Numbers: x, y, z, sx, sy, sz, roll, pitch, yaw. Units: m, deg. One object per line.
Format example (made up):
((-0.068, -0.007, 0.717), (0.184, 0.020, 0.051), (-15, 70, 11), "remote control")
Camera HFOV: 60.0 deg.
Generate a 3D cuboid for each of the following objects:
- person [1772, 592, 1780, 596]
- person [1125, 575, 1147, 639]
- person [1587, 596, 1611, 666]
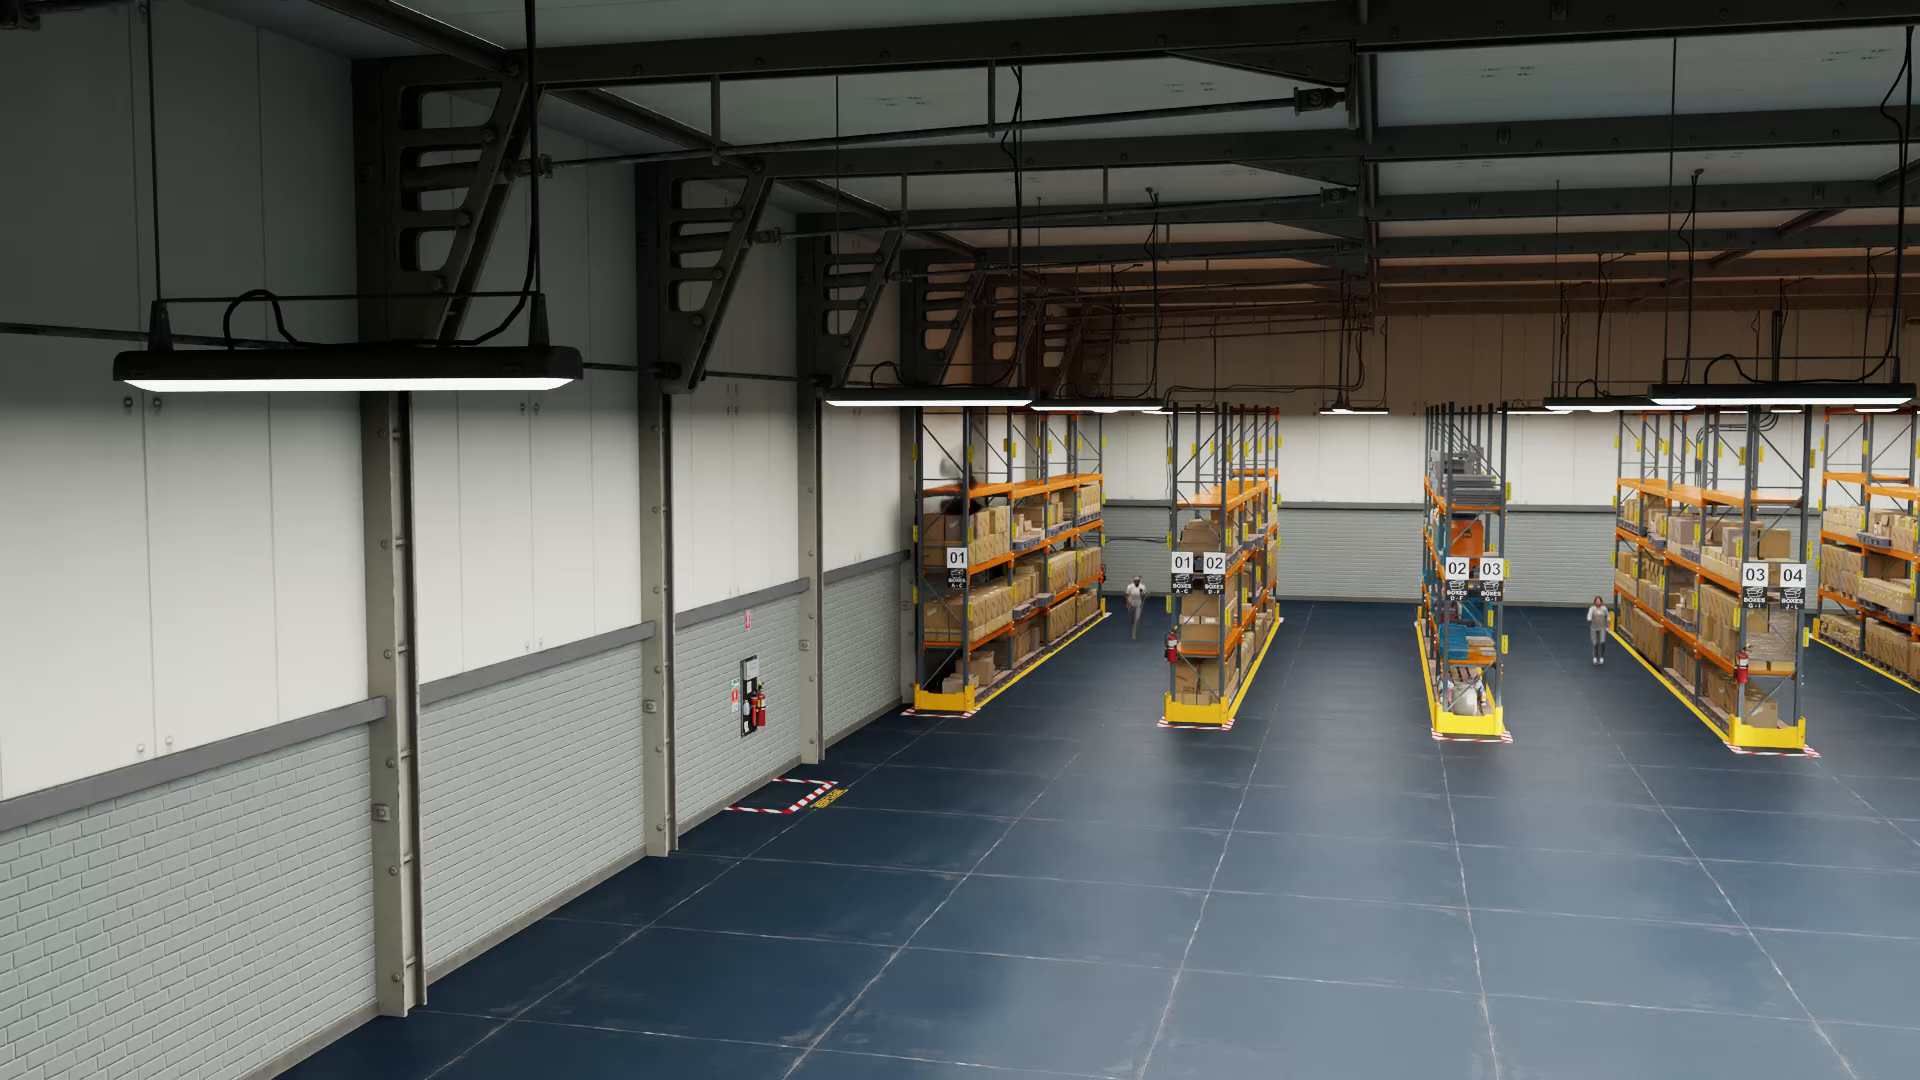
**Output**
((20.651, 1.712, 42.111), (0.698, 1.800, 0.946), (2, 5, 22), "person")
((4.584, 1.726, 43.317), (0.575, 1.678, 0.937), (1, 4, 10), "person")
((14.724, 2.140, 38.340), (0.509, 1.508, 0.667), (2, 4, 20), "person")
